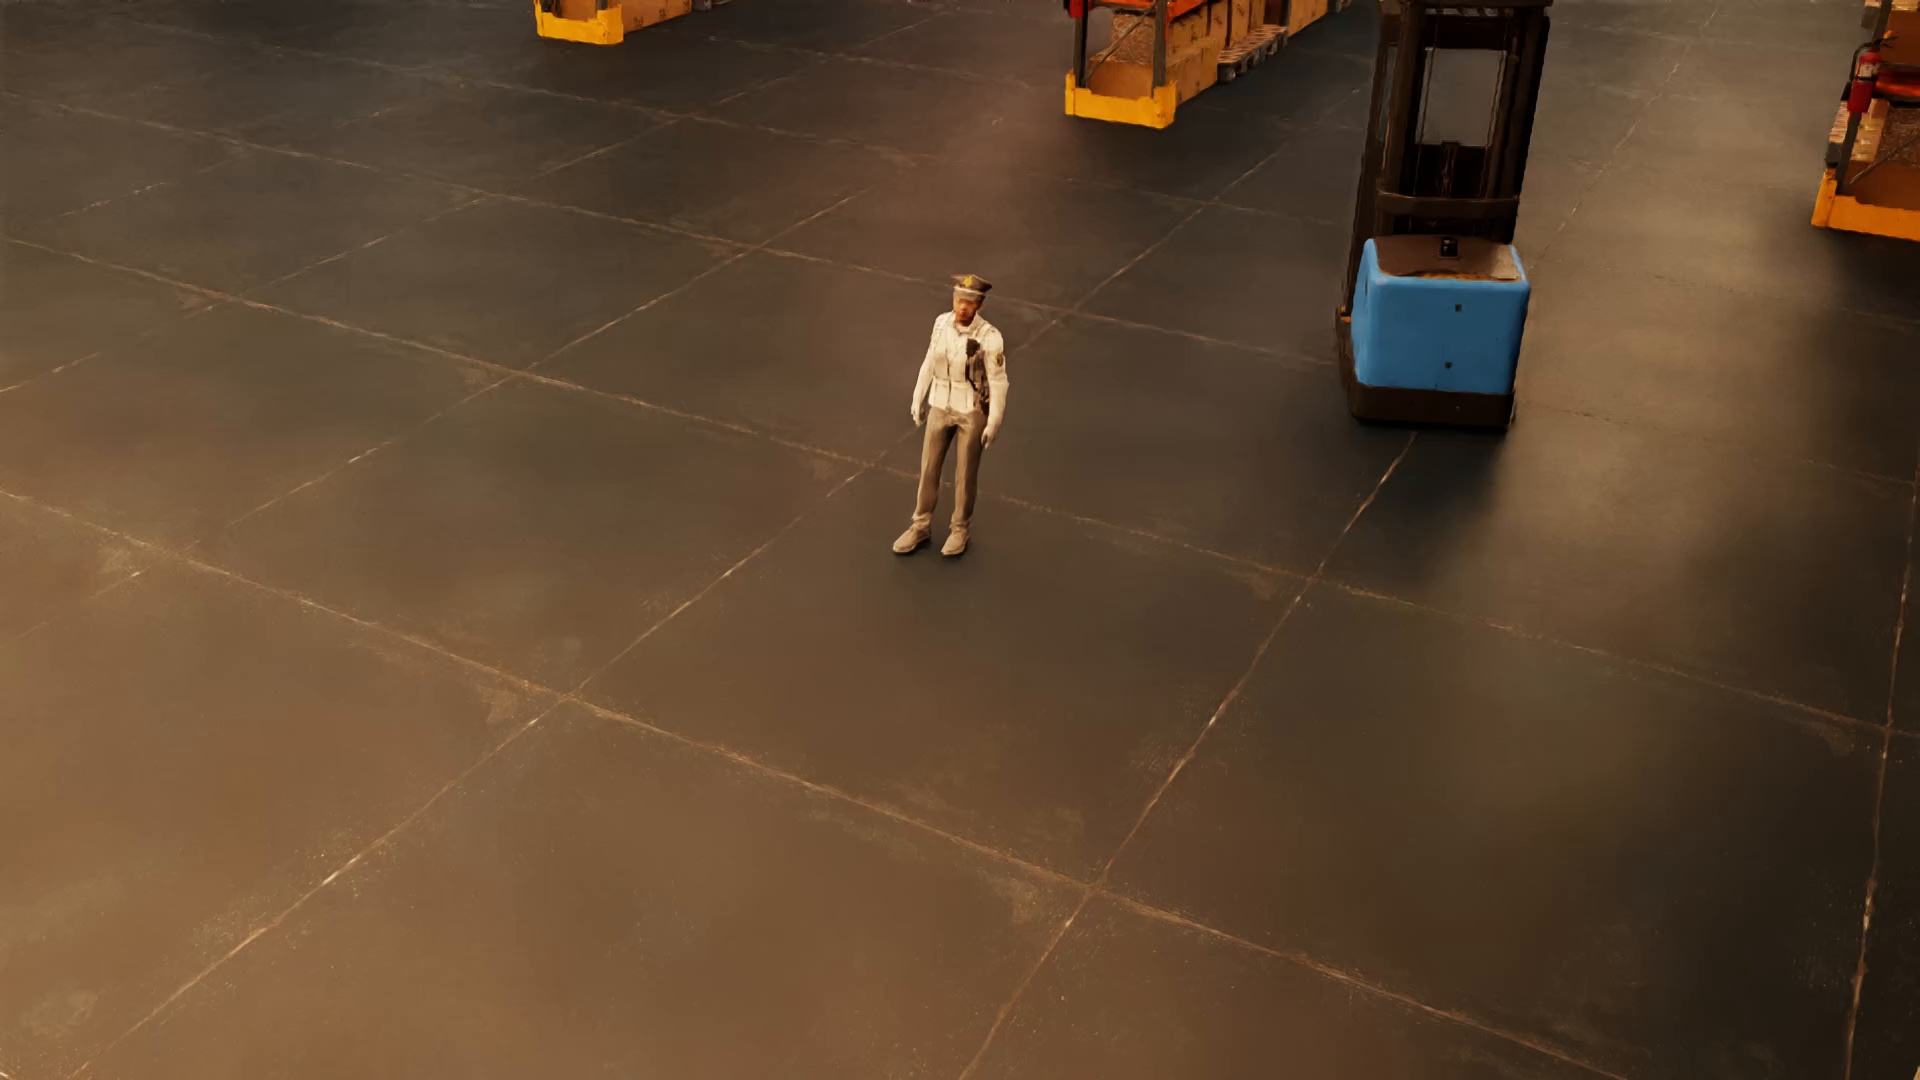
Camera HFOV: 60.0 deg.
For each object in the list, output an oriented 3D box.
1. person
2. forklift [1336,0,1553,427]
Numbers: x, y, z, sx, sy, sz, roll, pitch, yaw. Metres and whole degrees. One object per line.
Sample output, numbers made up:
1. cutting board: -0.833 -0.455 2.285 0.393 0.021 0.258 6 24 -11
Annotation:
1. person: -0.039 -0.711 9.528 0.586 1.692 0.533 15 33 25
2. forklift: 3.415 -2.747 11.831 1.130 2.935 3.031 4 30 8
